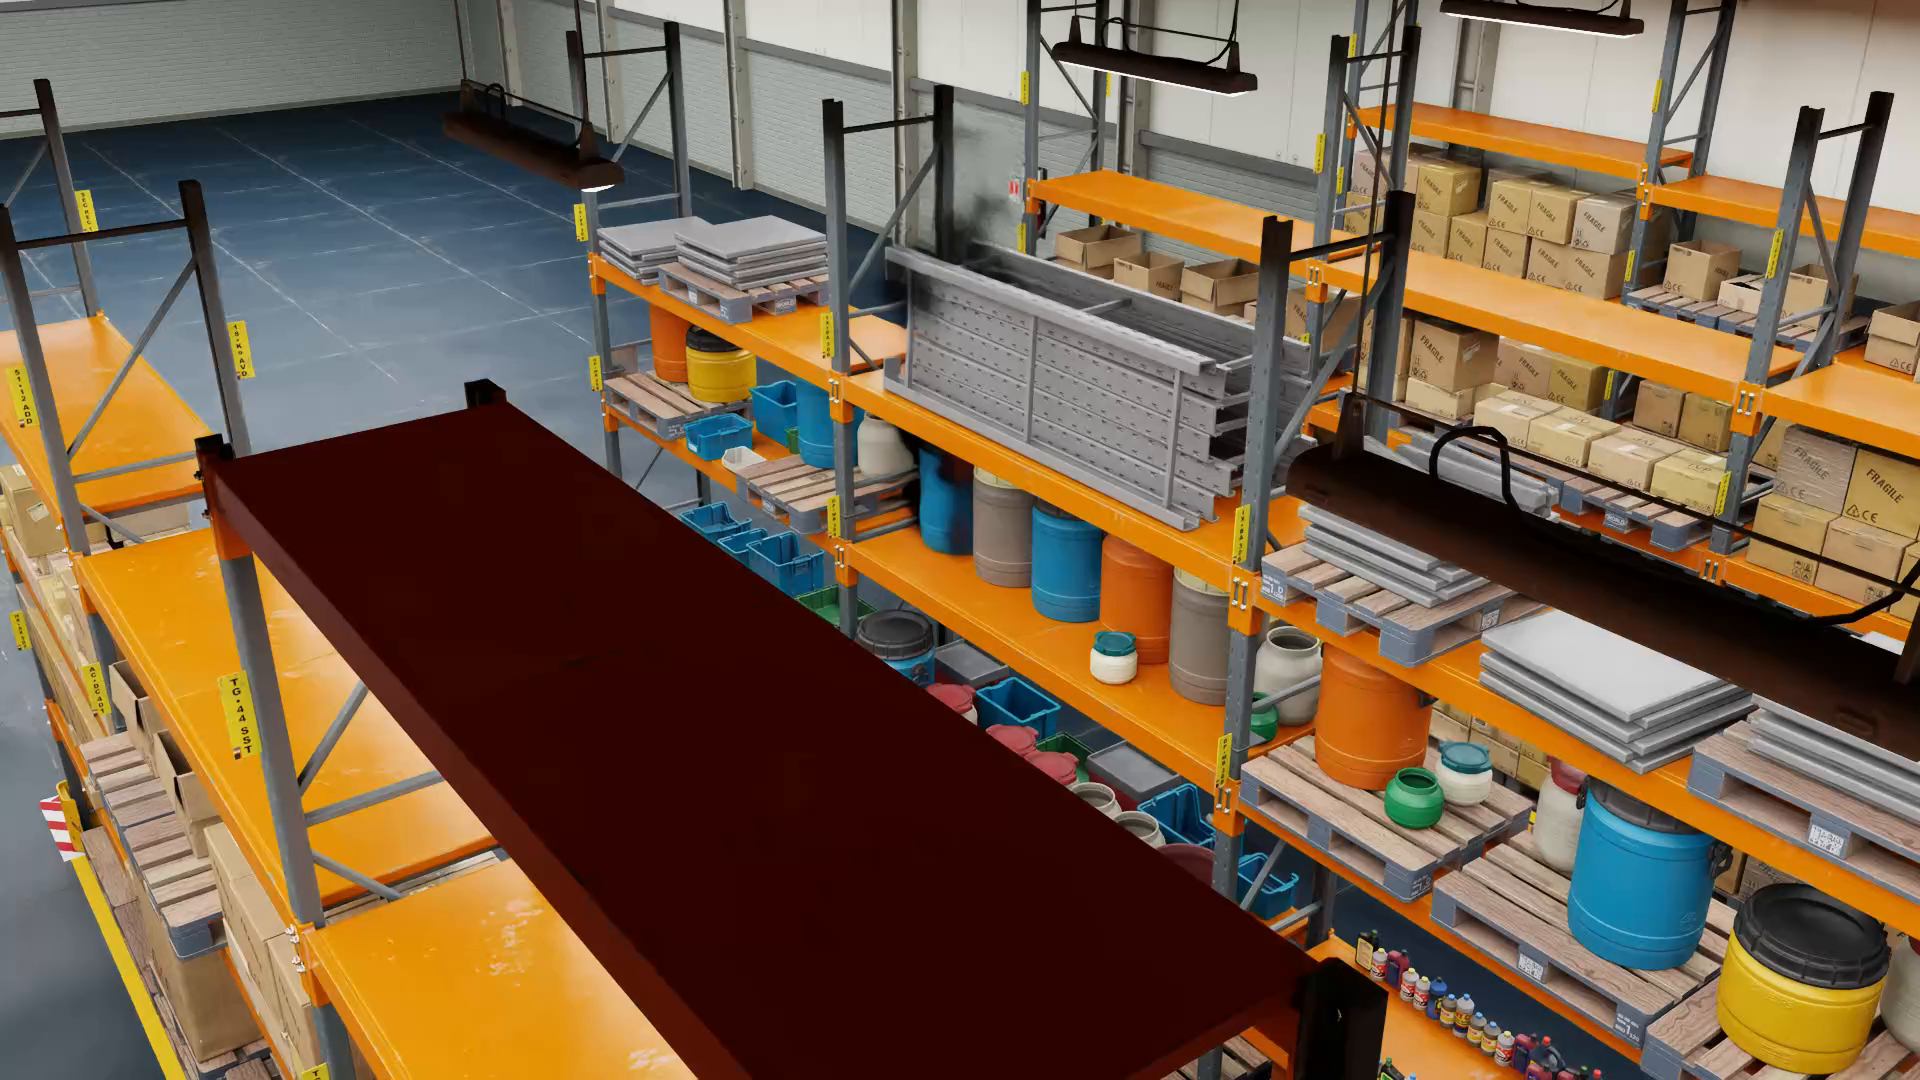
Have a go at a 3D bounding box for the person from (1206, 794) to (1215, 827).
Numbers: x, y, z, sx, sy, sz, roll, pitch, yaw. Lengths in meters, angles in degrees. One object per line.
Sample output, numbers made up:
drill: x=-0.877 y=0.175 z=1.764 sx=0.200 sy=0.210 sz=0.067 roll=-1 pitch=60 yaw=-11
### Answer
person: x=2.088 y=1.544 z=13.559 sx=0.667 sy=1.739 sz=0.601 roll=-22 pitch=33 yaw=-39
